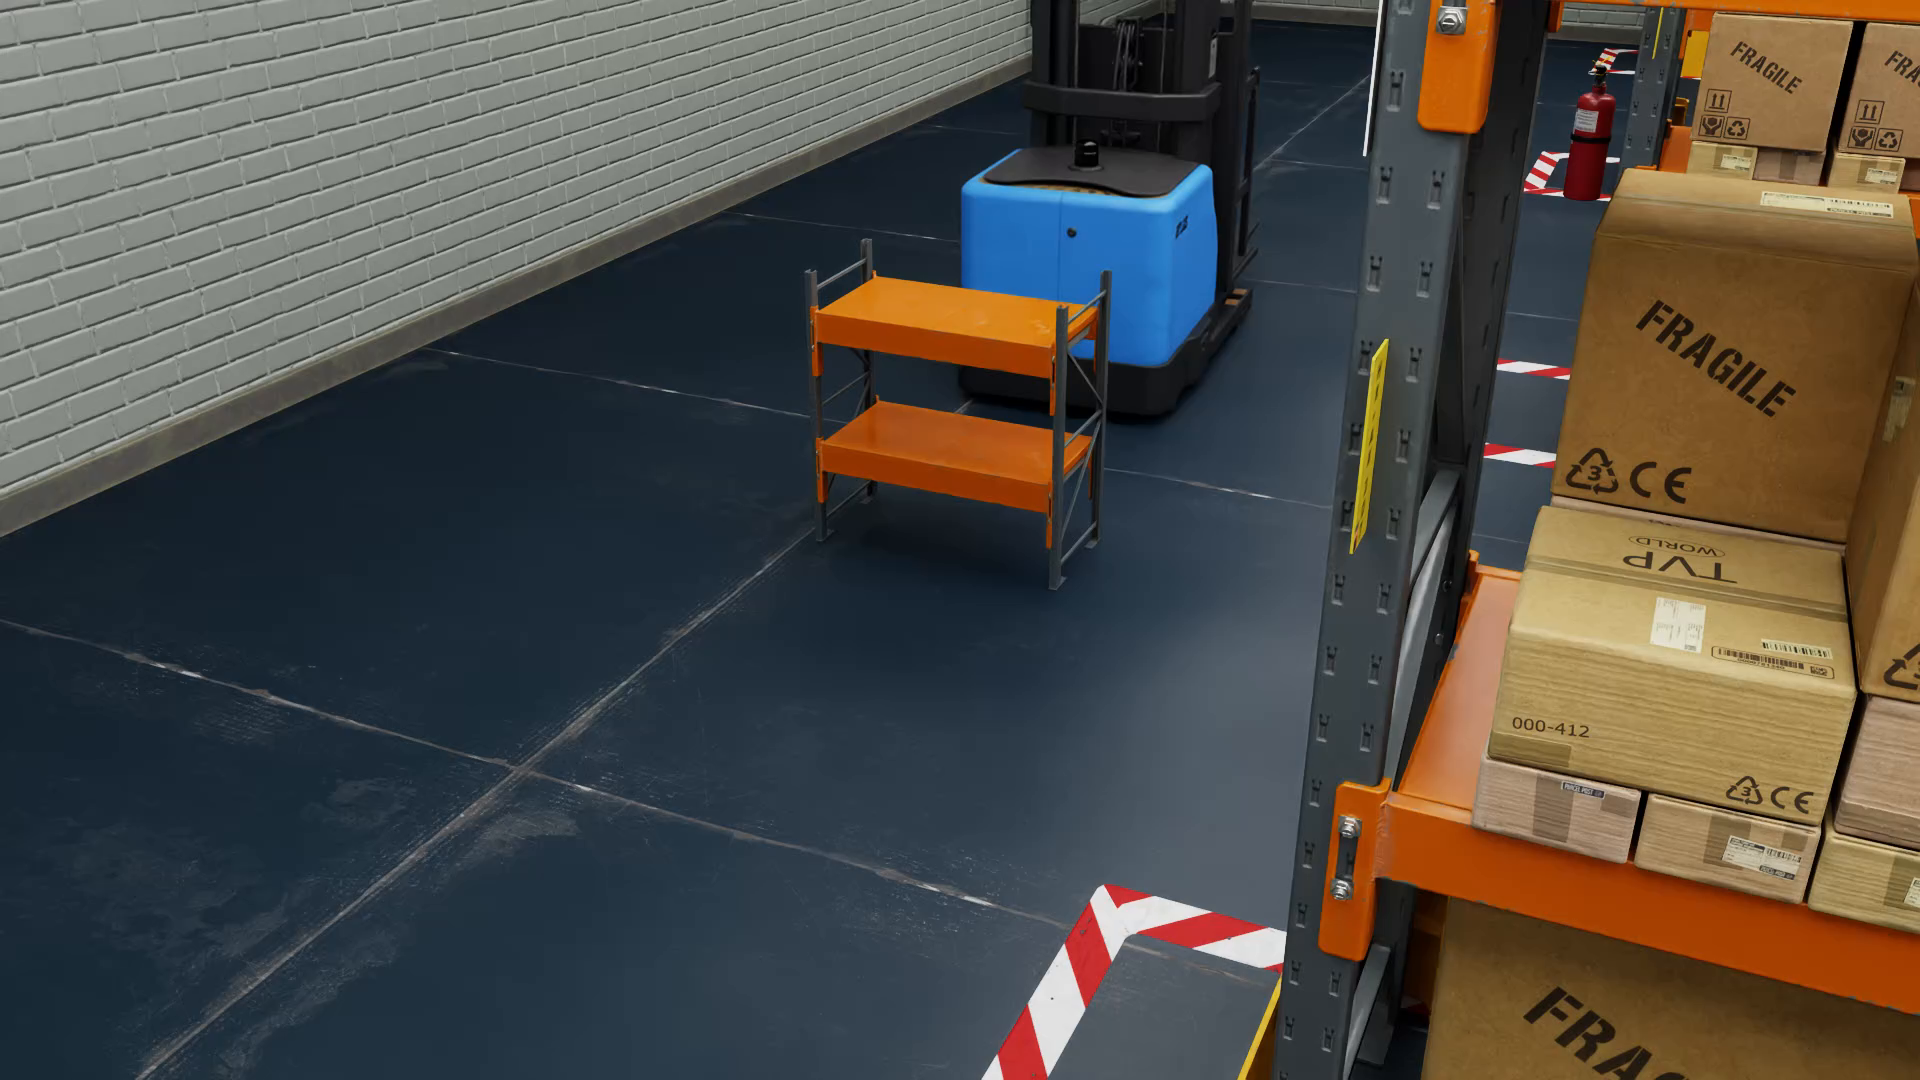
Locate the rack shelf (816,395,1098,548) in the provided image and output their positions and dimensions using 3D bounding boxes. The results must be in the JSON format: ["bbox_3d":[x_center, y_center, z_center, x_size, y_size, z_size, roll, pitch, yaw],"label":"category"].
[{"bbox_3d":[-0.006,-0.287,6.612,1.000,0.278,0.538,11,28,22],"label":"rack shelf"}]

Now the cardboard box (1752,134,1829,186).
[{"bbox_3d":[3.421,-1.582,6.853,0.250,0.149,0.380,12,29,24],"label":"cardboard box"}]

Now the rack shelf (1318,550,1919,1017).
[{"bbox_3d":[2.689,0.748,2.649,4.000,0.370,1.077,11,28,22],"label":"rack shelf"}]

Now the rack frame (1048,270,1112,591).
[{"bbox_3d":[0.457,-0.413,6.315,0.032,1.125,0.500,11,28,22],"label":"rack frame"}]

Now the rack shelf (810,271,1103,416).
[{"bbox_3d":[-0.006,-0.768,6.375,1.000,0.278,0.538,11,28,22],"label":"rack shelf"}]

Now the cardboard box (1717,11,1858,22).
[{"bbox_3d":[3.312,-2.354,6.554,0.500,0.500,0.500,11,28,21],"label":"cardboard box"}]

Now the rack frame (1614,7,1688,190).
[{"bbox_3d":[3.013,-1.916,7.246,0.127,3.000,1.000,11,28,22],"label":"rack frame"}]

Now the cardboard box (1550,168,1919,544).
[{"bbox_3d":[1.420,-0.359,3.068,0.500,0.500,0.500,12,29,22],"label":"cardboard box"}]

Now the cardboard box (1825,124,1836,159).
[{"bbox_3d":[3.872,-1.757,7.207,0.250,0.149,0.380,11,28,21],"label":"cardboard box"}]

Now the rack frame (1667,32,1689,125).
[{"bbox_3d":[4.970,-3.925,11.326,0.127,3.000,1.000,11,28,22],"label":"rack frame"}]

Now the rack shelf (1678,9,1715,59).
[{"bbox_3d":[6.791,-3.236,10.742,4.000,0.370,1.077,11,28,22],"label":"rack shelf"}]

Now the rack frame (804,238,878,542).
[{"bbox_3d":[-0.469,-0.599,6.693,0.032,1.125,0.500,11,28,22],"label":"rack frame"}]

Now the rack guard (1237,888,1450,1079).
[{"bbox_3d":[0.846,1.177,3.794,0.348,0.500,1.175,11,28,22],"label":"rack guard"}]

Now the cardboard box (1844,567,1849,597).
[{"bbox_3d":[1.880,0.069,3.048,0.500,0.250,0.500,11,28,21],"label":"cardboard box"}]

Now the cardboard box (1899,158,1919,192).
[{"bbox_3d":[3.937,-1.519,6.725,0.250,0.149,0.380,13,29,24],"label":"cardboard box"}]

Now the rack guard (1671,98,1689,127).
[{"bbox_3d":[4.948,-2.808,11.887,0.348,0.500,1.175,11,28,22],"label":"rack guard"}]

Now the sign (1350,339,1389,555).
[{"bbox_3d":[0.633,-0.142,2.573,0.005,0.325,0.100,11,28,22],"label":"sign"}]

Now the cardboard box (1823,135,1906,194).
[{"bbox_3d":[3.644,-1.512,6.709,0.250,0.149,0.380,11,28,20],"label":"cardboard box"}]

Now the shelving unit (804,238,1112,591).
[{"bbox_3d":[-0.006,-0.506,6.504,1.048,1.125,0.538,11,28,22],"label":"shelving unit"}]

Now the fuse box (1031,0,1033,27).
[{"bbox_3d":[0.830,-5.186,15.347,0.414,1.711,0.539,11,28,22],"label":"fuse box"}]

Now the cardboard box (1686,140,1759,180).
[{"bbox_3d":[3.172,-1.612,6.913,0.250,0.149,0.380,11,28,21],"label":"cardboard box"}]

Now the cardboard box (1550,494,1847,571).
[{"bbox_3d":[1.419,-0.024,3.237,0.500,0.250,0.500,11,28,21],"label":"cardboard box"}]

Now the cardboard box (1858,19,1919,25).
[{"bbox_3d":[3.774,-2.264,6.371,0.500,0.500,0.500,12,29,23],"label":"cardboard box"}]

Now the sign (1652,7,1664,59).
[{"bbox_3d":[2.789,-2.086,6.611,0.005,0.325,0.100,11,28,22],"label":"sign"}]

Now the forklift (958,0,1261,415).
[{"bbox_3d":[0.989,-2.526,8.561,1.130,2.935,3.031,10,28,19],"label":"forklift"}]

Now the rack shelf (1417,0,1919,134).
[{"bbox_3d":[2.689,-0.597,1.986,4.000,0.370,1.077,11,28,22],"label":"rack shelf"}]

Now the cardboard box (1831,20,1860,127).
[{"bbox_3d":[3.995,-2.019,7.006,0.500,0.500,0.500,11,28,21],"label":"cardboard box"}]

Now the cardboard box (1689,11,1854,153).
[{"bbox_3d":[3.307,-1.901,6.766,0.500,0.500,0.500,13,29,24],"label":"cardboard box"}]

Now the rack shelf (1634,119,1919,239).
[{"bbox_3d":[4.834,-1.228,6.662,4.000,0.370,1.077,11,28,22],"label":"rack shelf"}]

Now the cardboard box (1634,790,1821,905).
[{"bbox_3d":[1.289,0.416,2.793,0.250,0.149,0.380,11,28,21],"label":"cardboard box"}]

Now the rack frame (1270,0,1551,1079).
[{"bbox_3d":[0.868,0.060,3.233,0.127,3.000,1.000,11,28,22],"label":"rack frame"}]

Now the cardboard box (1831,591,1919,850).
[{"bbox_3d":[1.669,0.282,2.614,0.500,0.250,0.500,11,28,21],"label":"cardboard box"}]

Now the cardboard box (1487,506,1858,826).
[{"bbox_3d":[1.193,0.190,2.801,0.500,0.250,0.500,11,28,20],"label":"cardboard box"}]

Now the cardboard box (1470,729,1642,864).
[{"bbox_3d":[1.054,0.370,2.887,0.250,0.149,0.380,12,29,22],"label":"cardboard box"}]

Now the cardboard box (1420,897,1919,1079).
[{"bbox_3d":[1.484,0.909,3.437,0.875,0.875,0.875,11,28,22],"label":"cardboard box"}]

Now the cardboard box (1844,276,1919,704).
[{"bbox_3d":[1.648,-0.055,2.450,0.500,0.500,0.500,11,28,21],"label":"cardboard box"}]

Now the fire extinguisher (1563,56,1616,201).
[{"bbox_3d":[2.975,-1.946,7.816,0.183,0.674,0.296,11,28,22],"label":"fire extinguisher"}]

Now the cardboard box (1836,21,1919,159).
[{"bbox_3d":[3.805,-1.814,6.588,0.500,0.500,0.500,11,28,22],"label":"cardboard box"}]

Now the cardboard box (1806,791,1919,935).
[{"bbox_3d":[1.522,0.463,2.698,0.250,0.149,0.380,11,28,21],"label":"cardboard box"}]

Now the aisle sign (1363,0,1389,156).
[{"bbox_3d":[0.678,-0.999,2.440,0.004,0.787,0.394,11,28,22],"label":"aisle sign"}]

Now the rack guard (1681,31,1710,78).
[{"bbox_3d":[7.091,-4.786,15.905,0.348,0.500,1.175,11,28,22],"label":"rack guard"}]
